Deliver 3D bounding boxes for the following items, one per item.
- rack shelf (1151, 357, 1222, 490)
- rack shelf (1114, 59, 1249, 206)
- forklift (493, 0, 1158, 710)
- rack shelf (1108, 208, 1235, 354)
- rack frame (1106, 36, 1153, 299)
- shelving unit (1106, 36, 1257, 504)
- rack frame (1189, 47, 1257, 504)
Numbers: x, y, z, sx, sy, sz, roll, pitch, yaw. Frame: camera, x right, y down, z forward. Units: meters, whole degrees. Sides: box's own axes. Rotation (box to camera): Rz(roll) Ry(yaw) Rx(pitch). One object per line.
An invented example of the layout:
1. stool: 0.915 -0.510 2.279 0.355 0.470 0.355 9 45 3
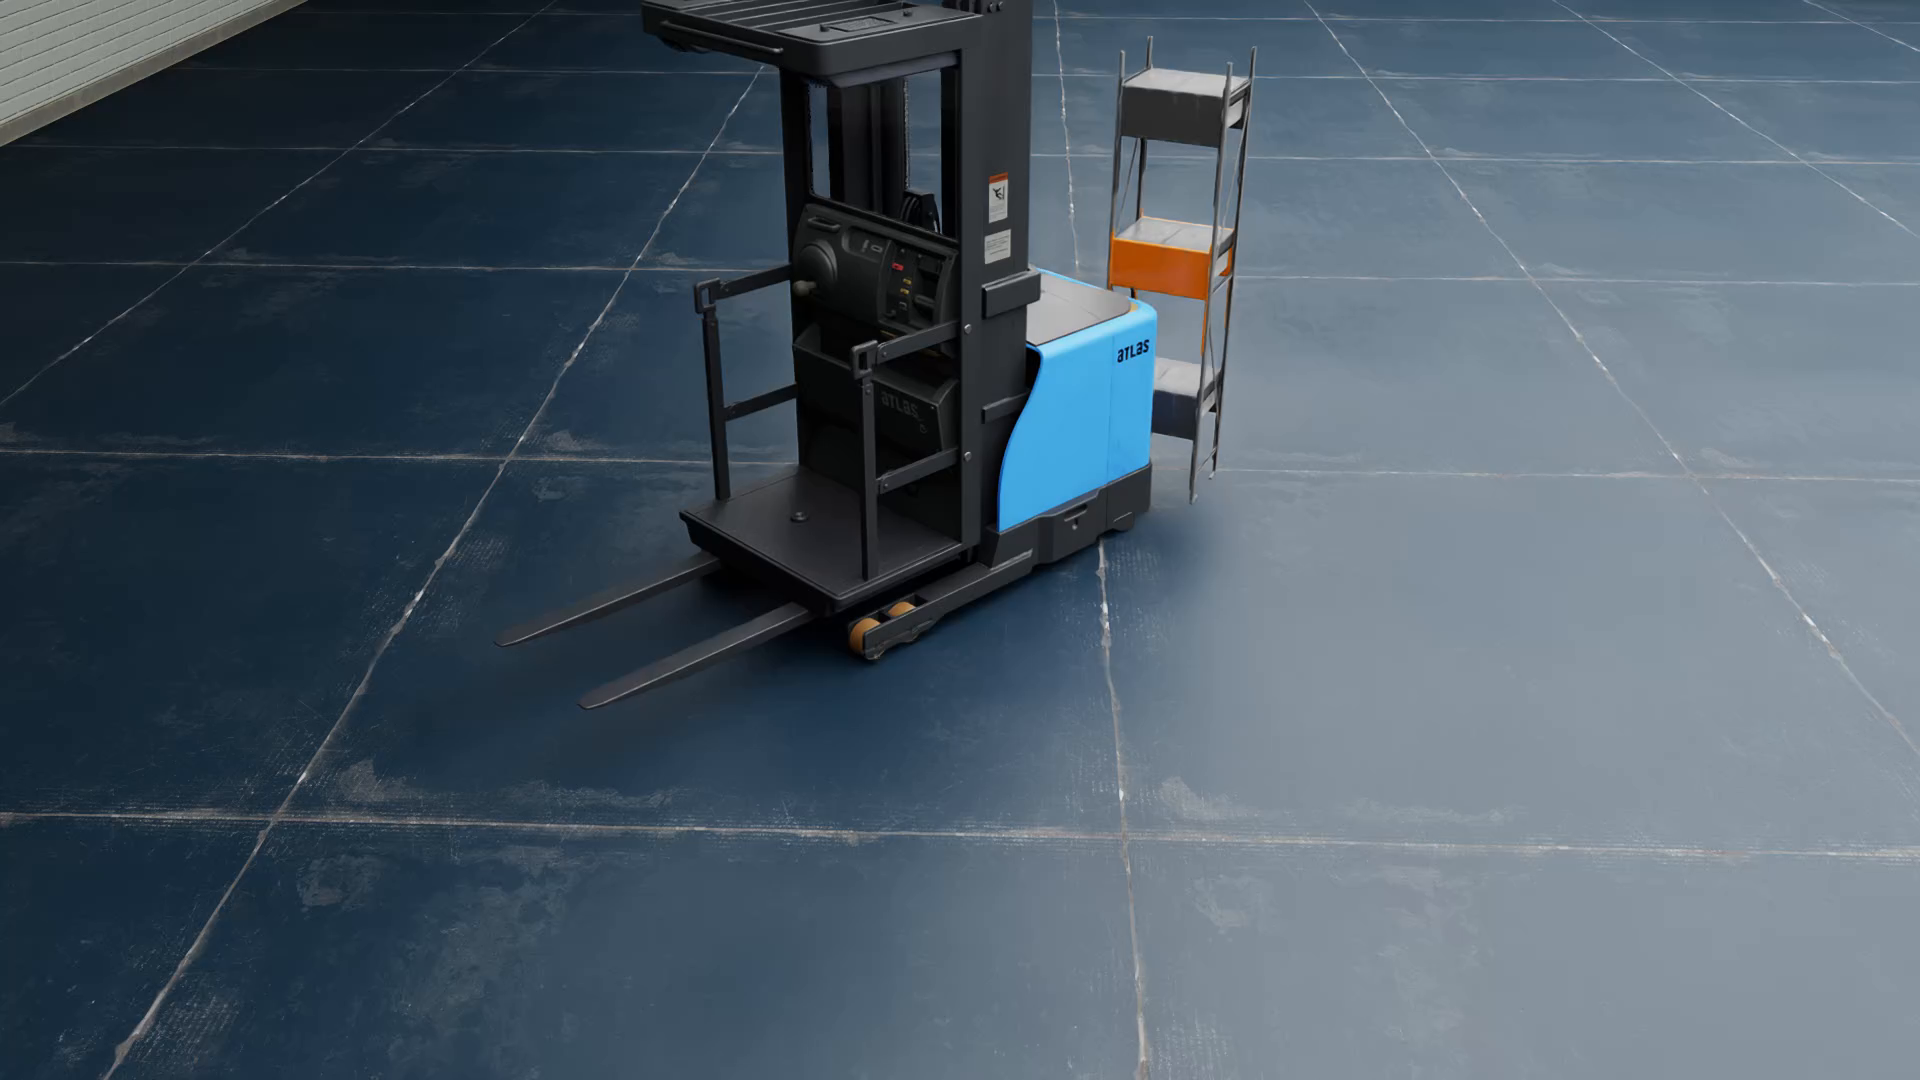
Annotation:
1. rack shelf: 0.987 -0.606 8.165 0.480 0.518 0.431 13 30 22
2. rack shelf: 1.006 -1.845 7.513 0.480 0.518 0.431 13 30 22
3. forklift: -0.511 -1.080 6.657 3.031 2.935 1.130 -24 36 -38
4. rack shelf: 0.997 -1.226 7.839 0.480 0.518 0.431 13 30 22
5. rack frame: 0.776 -1.288 7.923 0.015 2.100 0.400 13 30 22
6. shelving unit: 0.997 -1.238 7.833 0.503 2.100 0.431 13 30 22
7. rack frame: 1.218 -1.187 7.743 0.015 2.100 0.400 13 30 22
